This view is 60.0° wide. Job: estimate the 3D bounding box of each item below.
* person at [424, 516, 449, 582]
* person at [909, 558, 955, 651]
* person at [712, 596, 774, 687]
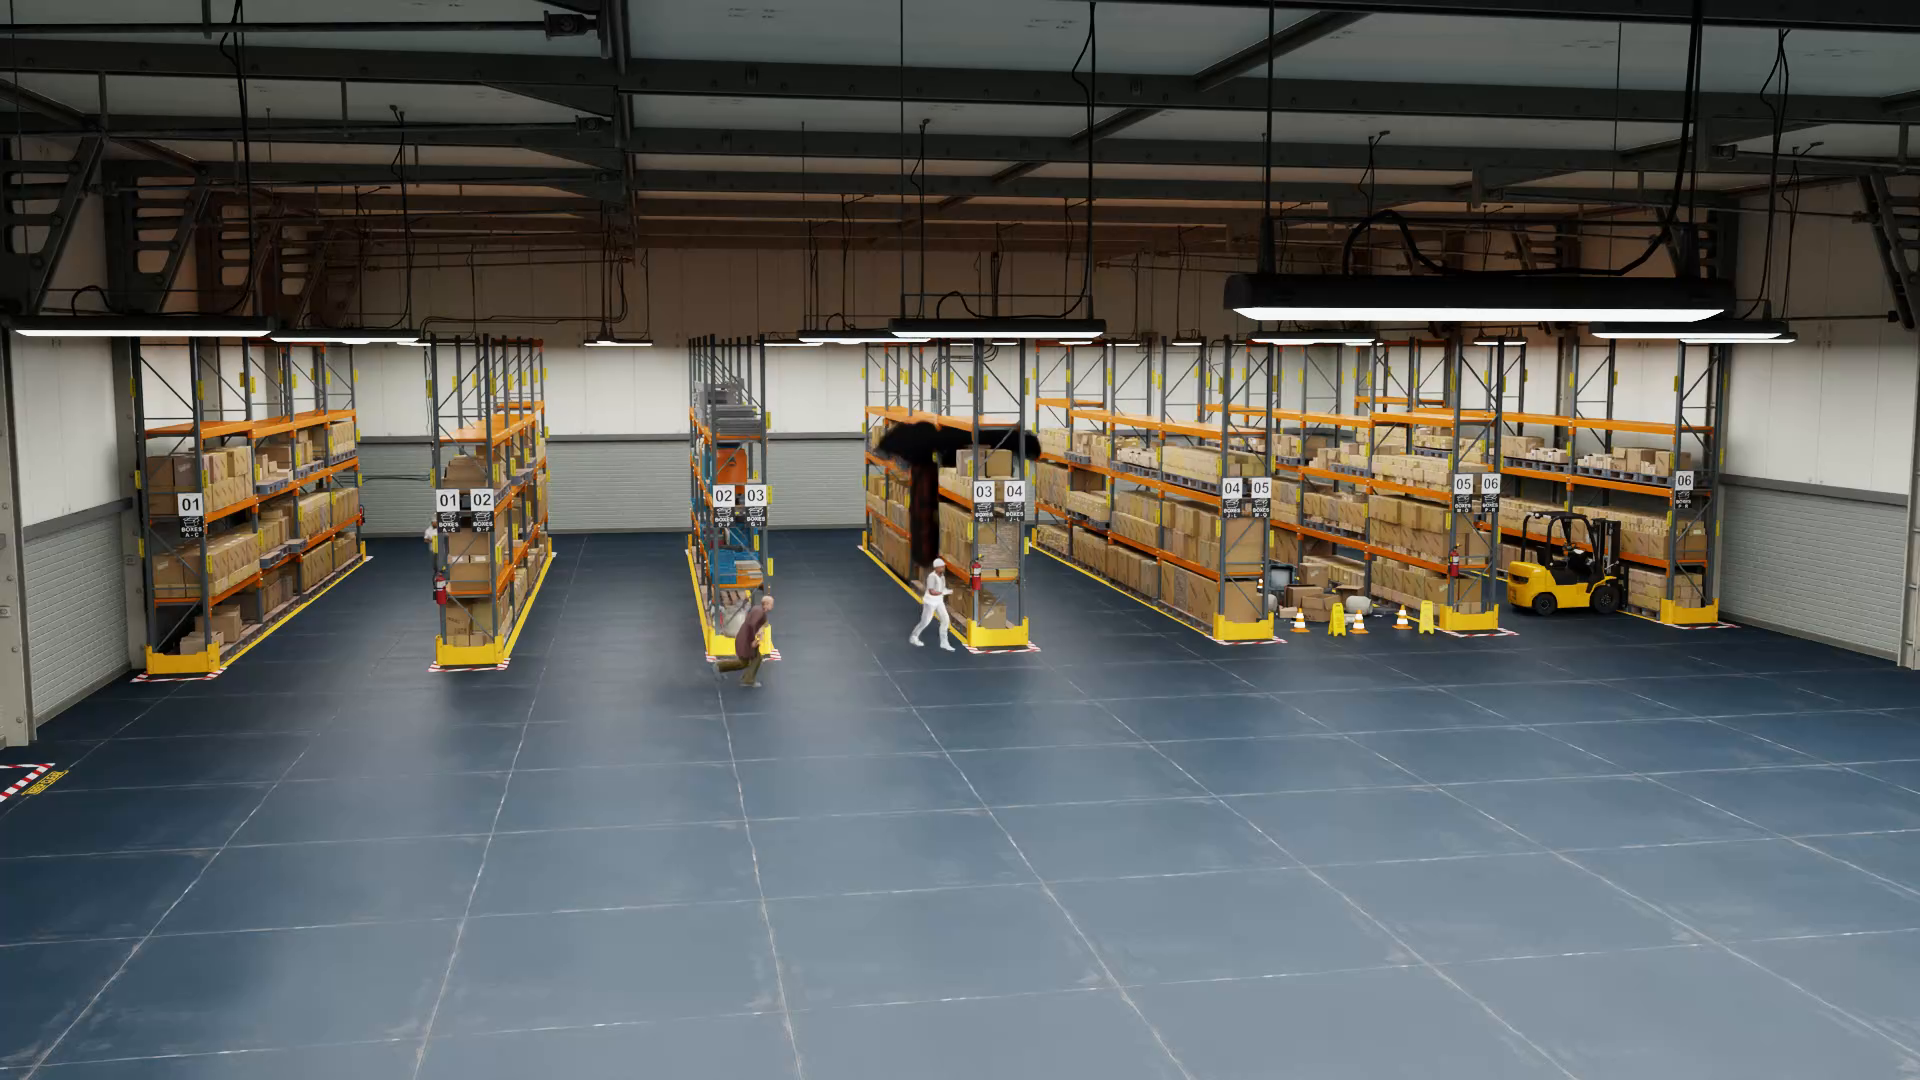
[{"bbox_3d":[-12.676,0.268,40.349,0.570,1.741,0.898,-1,7,-4],"label":"person"},{"bbox_3d":[-0.515,1.221,31.516,0.991,1.777,0.707,4,8,29],"label":"person"},{"bbox_3d":[-3.670,1.732,28.170,1.059,1.581,0.717,0,7,-4],"label":"person"}]
